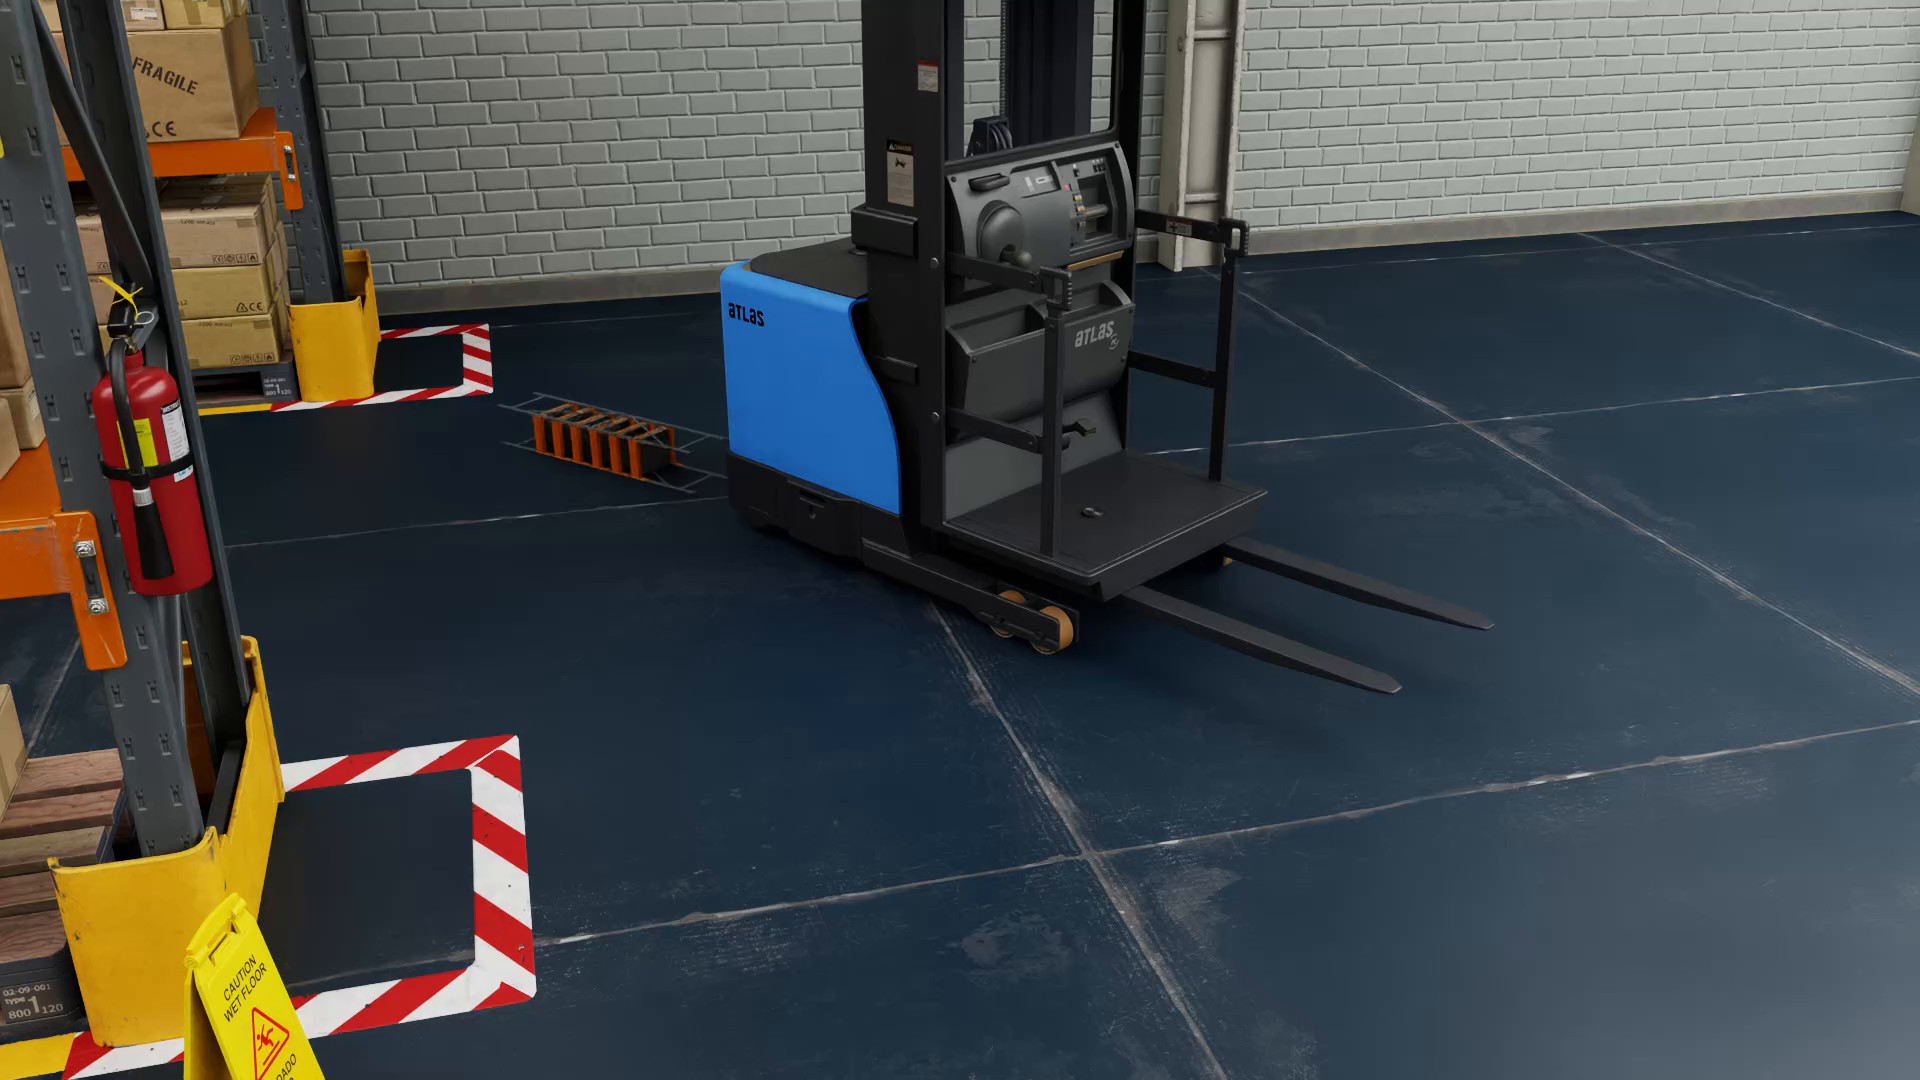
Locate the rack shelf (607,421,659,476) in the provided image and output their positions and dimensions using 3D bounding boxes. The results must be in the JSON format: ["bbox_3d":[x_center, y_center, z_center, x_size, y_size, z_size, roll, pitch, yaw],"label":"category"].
[{"bbox_3d":[-1.454,-0.417,7.470,0.103,0.180,0.258,14,27,31],"label":"rack shelf"}]

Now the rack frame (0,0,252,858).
[{"bbox_3d":[-1.978,-0.415,3.914,0.127,3.000,1.000,-6,24,-14],"label":"rack frame"}]

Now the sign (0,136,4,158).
[{"bbox_3d":[-1.848,-0.880,3.127,0.005,0.325,0.100,-6,24,-14],"label":"sign"}]

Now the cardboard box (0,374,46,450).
[{"bbox_3d":[-2.361,-0.342,4.062,0.250,0.149,0.380,-6,24,-14],"label":"cardboard box"}]

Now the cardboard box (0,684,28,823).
[{"bbox_3d":[-2.830,0.636,4.418,0.500,0.250,0.500,-7,24,-15],"label":"cardboard box"}]

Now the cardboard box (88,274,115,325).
[{"bbox_3d":[-4.193,-1.239,8.153,0.500,0.250,0.500,-7,24,-15],"label":"cardboard box"}]

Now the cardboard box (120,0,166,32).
[{"bbox_3d":[-3.819,-2.462,7.734,0.250,0.149,0.380,-6,24,-14],"label":"cardboard box"}]

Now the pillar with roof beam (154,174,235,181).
[{"bbox_3d":[-3.074,-3.690,3.938,0.400,9.000,9.100,-6,24,-14],"label":"pillar with roof beam"}]

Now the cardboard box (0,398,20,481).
[{"bbox_3d":[-2.281,-0.179,3.681,0.250,0.149,0.380,-5,24,-13],"label":"cardboard box"}]

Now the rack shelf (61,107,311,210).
[{"bbox_3d":[-5.248,-1.756,7.950,4.000,0.370,1.077,-6,24,-14],"label":"rack shelf"}]

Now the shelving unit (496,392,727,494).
[{"bbox_3d":[-1.590,-0.452,7.555,1.200,0.189,0.258,14,27,31],"label":"shelving unit"}]

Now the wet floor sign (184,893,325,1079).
[{"bbox_3d":[-1.506,1.053,3.479,0.232,0.644,0.267,2,23,4],"label":"wet floor sign"}]

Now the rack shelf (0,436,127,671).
[{"bbox_3d":[-3.904,0.128,3.559,4.000,0.370,1.077,-6,24,-14],"label":"rack shelf"}]

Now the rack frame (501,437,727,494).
[{"bbox_3d":[-1.590,-0.368,7.590,1.200,0.006,0.240,14,27,31],"label":"rack frame"}]

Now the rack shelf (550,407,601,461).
[{"bbox_3d":[-1.753,-0.494,7.655,0.103,0.180,0.258,14,27,31],"label":"rack shelf"}]

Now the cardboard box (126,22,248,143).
[{"bbox_3d":[-3.726,-2.193,7.931,0.500,0.500,0.500,-7,24,-16],"label":"cardboard box"}]

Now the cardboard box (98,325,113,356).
[{"bbox_3d":[-4.171,-1.009,8.253,0.500,0.250,0.500,-6,24,-14],"label":"cardboard box"}]

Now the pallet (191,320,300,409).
[{"bbox_3d":[-4.048,-0.921,8.628,1.213,0.211,1.003,-6,24,-14],"label":"pallet"}]

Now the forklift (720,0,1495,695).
[{"bbox_3d":[0.454,-1.178,5.778,3.031,2.935,1.130,20,31,39],"label":"forklift"}]

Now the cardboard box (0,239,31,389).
[{"bbox_3d":[-2.509,-0.653,3.963,0.500,0.500,0.500,-7,24,-15],"label":"cardboard box"}]

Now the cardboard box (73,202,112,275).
[{"bbox_3d":[-4.172,-1.464,8.045,0.500,0.250,0.500,-6,24,-13],"label":"cardboard box"}]

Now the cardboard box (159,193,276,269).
[{"bbox_3d":[-3.682,-1.521,8.177,0.500,0.250,0.500,-5,24,-13],"label":"cardboard box"}]

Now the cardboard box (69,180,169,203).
[{"bbox_3d":[-4.317,-1.654,8.488,0.500,0.250,0.500,-6,24,-14],"label":"cardboard box"}]

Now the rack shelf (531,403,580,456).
[{"bbox_3d":[-1.853,-0.519,7.716,0.103,0.180,0.258,14,27,31],"label":"rack shelf"}]

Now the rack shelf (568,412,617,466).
[{"bbox_3d":[-1.653,-0.468,7.593,0.103,0.180,0.258,14,27,31],"label":"rack shelf"}]

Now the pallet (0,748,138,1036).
[{"bbox_3d":[-2.843,0.947,4.275,1.213,0.211,1.003,-6,24,-14],"label":"pallet"}]

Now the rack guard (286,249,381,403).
[{"bbox_3d":[-3.300,-1.153,8.804,0.348,0.500,1.175,-6,24,-14],"label":"rack guard"}]

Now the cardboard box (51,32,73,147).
[{"bbox_3d":[-4.228,-2.142,7.810,0.500,0.500,0.500,-6,24,-13],"label":"cardboard box"}]

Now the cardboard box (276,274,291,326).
[{"bbox_3d":[-3.849,-1.251,8.815,0.500,0.250,0.500,-6,24,-14],"label":"cardboard box"}]

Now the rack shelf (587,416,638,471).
[{"bbox_3d":[-1.553,-0.442,7.532,0.103,0.180,0.258,14,27,31],"label":"rack shelf"}]

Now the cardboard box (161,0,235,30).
[{"bbox_3d":[-3.581,-2.500,7.823,0.250,0.149,0.380,-6,24,-14],"label":"cardboard box"}]

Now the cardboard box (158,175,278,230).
[{"bbox_3d":[-3.837,-1.709,8.615,0.500,0.250,0.500,-7,24,-15],"label":"cardboard box"}]

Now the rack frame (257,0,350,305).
[{"bbox_3d":[-3.323,-2.299,8.305,0.127,3.000,1.000,-6,24,-14],"label":"rack frame"}]

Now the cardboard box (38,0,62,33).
[{"bbox_3d":[-4.085,-2.457,7.723,0.250,0.149,0.380,-6,24,-13],"label":"cardboard box"}]

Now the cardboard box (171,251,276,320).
[{"bbox_3d":[-3.707,-1.288,8.268,0.500,0.250,0.500,-7,24,-15],"label":"cardboard box"}]

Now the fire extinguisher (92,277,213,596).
[{"bbox_3d":[-1.744,-0.217,3.550,0.183,0.674,0.296,-6,24,-14],"label":"fire extinguisher"}]

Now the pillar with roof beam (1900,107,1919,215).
[{"bbox_3d":[8.480,-4.968,6.916,0.400,9.000,9.100,-6,24,-14],"label":"pillar with roof beam"}]

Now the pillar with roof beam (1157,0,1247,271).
[{"bbox_3d":[2.703,-4.329,5.427,0.400,9.000,9.100,-6,24,-14],"label":"pillar with roof beam"}]

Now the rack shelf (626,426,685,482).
[{"bbox_3d":[-1.354,-0.391,7.409,0.103,0.180,0.258,14,27,31],"label":"rack shelf"}]

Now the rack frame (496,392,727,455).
[{"bbox_3d":[-1.591,-0.536,7.519,1.200,0.006,0.240,14,27,31],"label":"rack frame"}]

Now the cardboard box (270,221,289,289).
[{"bbox_3d":[-3.832,-1.487,8.733,0.500,0.250,0.500,-6,24,-13],"label":"cardboard box"}]

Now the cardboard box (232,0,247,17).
[{"bbox_3d":[-3.719,-2.706,8.303,0.250,0.149,0.380,-7,24,-16],"label":"cardboard box"}]

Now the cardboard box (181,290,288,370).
[{"bbox_3d":[-3.690,-1.059,8.368,0.500,0.250,0.500,-6,24,-14],"label":"cardboard box"}]

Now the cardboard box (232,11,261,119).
[{"bbox_3d":[-3.875,-2.398,8.408,0.500,0.500,0.500,-6,24,-13],"label":"cardboard box"}]

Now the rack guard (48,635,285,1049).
[{"bbox_3d":[-2.052,0.741,4.388,0.348,0.500,1.175,-6,24,-14],"label":"rack guard"}]
